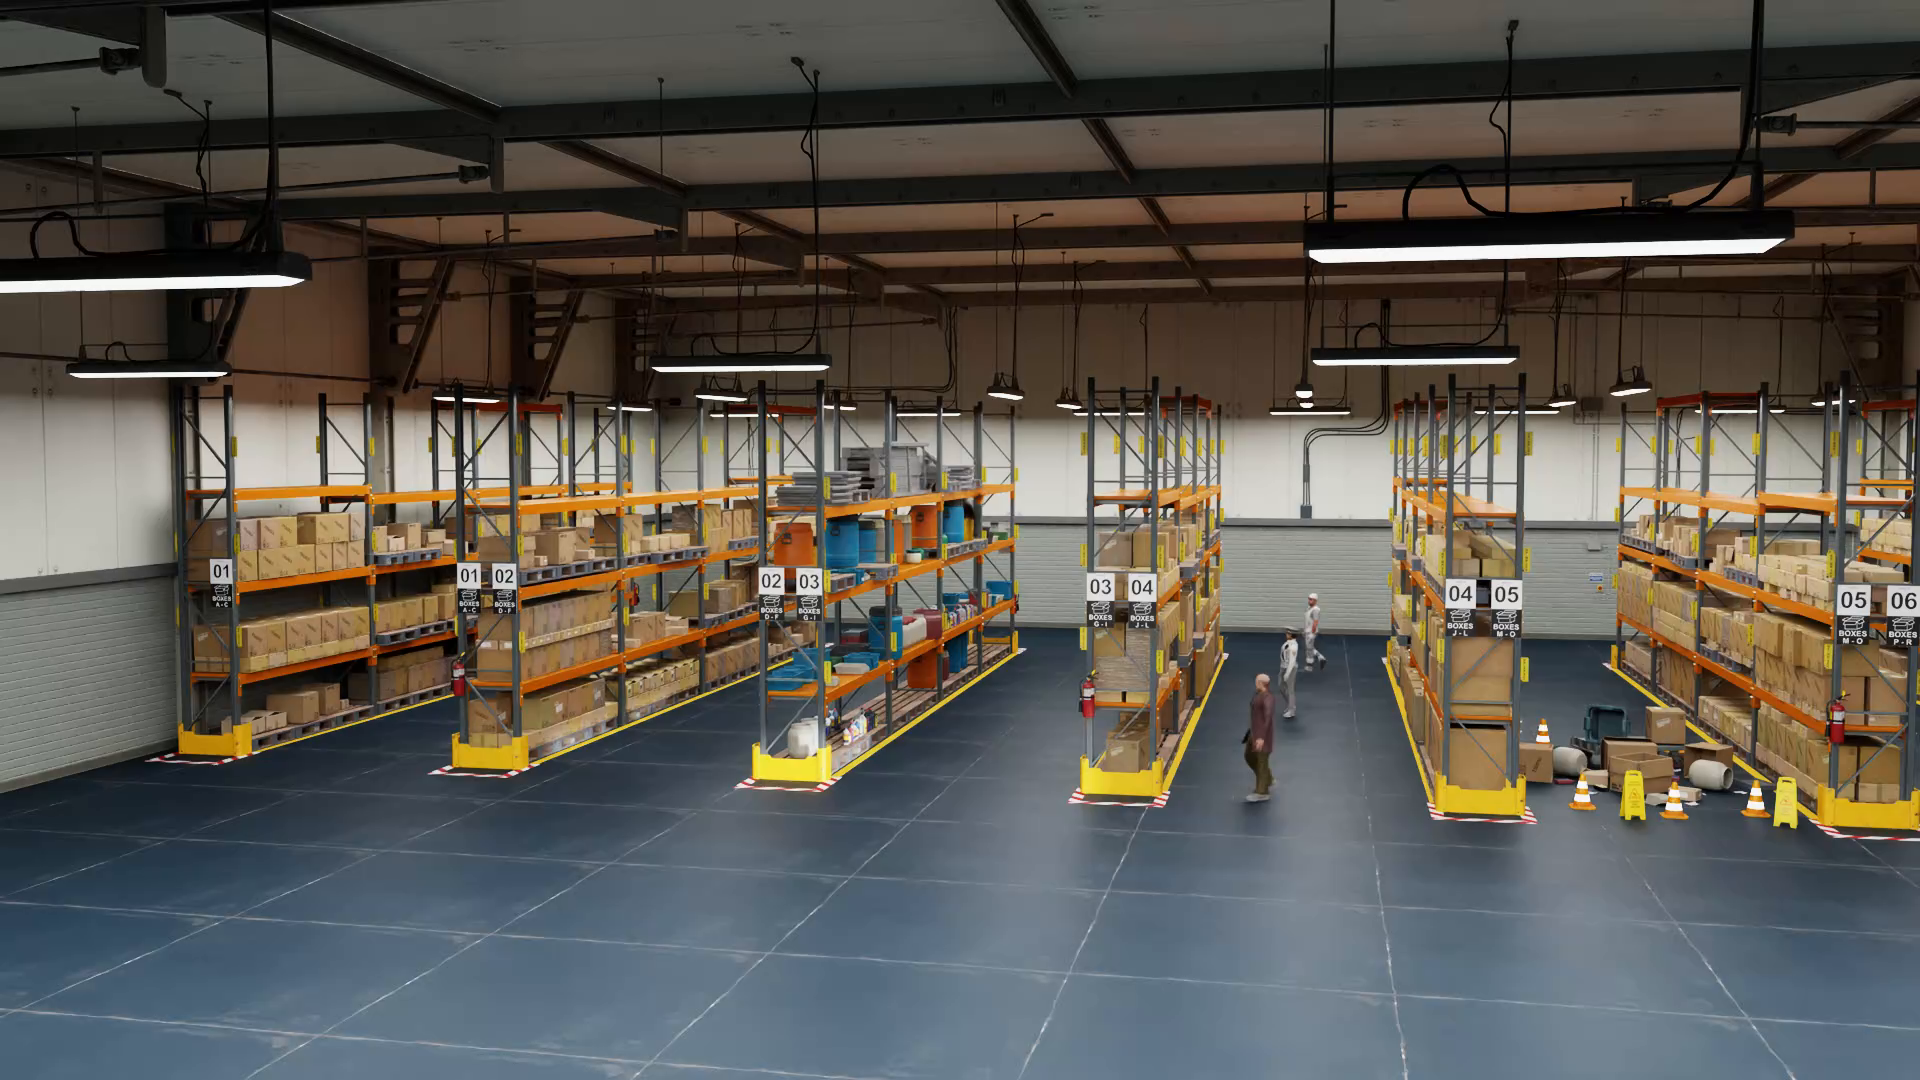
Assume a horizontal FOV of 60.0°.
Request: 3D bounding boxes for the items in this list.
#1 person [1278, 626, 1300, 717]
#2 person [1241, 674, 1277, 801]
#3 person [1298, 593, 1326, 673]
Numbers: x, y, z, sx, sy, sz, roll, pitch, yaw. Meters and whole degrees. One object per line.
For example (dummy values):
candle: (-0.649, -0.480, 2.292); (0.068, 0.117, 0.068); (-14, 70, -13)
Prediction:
person: (6.120, 2.442, 30.927); (0.388, 1.698, 0.568); (-1, 3, -11)
person: (4.267, 2.879, 23.620); (0.583, 1.580, 0.653); (-1, 3, -10)
person: (7.748, 2.054, 36.592); (0.616, 1.784, 0.552); (1, 3, 14)
